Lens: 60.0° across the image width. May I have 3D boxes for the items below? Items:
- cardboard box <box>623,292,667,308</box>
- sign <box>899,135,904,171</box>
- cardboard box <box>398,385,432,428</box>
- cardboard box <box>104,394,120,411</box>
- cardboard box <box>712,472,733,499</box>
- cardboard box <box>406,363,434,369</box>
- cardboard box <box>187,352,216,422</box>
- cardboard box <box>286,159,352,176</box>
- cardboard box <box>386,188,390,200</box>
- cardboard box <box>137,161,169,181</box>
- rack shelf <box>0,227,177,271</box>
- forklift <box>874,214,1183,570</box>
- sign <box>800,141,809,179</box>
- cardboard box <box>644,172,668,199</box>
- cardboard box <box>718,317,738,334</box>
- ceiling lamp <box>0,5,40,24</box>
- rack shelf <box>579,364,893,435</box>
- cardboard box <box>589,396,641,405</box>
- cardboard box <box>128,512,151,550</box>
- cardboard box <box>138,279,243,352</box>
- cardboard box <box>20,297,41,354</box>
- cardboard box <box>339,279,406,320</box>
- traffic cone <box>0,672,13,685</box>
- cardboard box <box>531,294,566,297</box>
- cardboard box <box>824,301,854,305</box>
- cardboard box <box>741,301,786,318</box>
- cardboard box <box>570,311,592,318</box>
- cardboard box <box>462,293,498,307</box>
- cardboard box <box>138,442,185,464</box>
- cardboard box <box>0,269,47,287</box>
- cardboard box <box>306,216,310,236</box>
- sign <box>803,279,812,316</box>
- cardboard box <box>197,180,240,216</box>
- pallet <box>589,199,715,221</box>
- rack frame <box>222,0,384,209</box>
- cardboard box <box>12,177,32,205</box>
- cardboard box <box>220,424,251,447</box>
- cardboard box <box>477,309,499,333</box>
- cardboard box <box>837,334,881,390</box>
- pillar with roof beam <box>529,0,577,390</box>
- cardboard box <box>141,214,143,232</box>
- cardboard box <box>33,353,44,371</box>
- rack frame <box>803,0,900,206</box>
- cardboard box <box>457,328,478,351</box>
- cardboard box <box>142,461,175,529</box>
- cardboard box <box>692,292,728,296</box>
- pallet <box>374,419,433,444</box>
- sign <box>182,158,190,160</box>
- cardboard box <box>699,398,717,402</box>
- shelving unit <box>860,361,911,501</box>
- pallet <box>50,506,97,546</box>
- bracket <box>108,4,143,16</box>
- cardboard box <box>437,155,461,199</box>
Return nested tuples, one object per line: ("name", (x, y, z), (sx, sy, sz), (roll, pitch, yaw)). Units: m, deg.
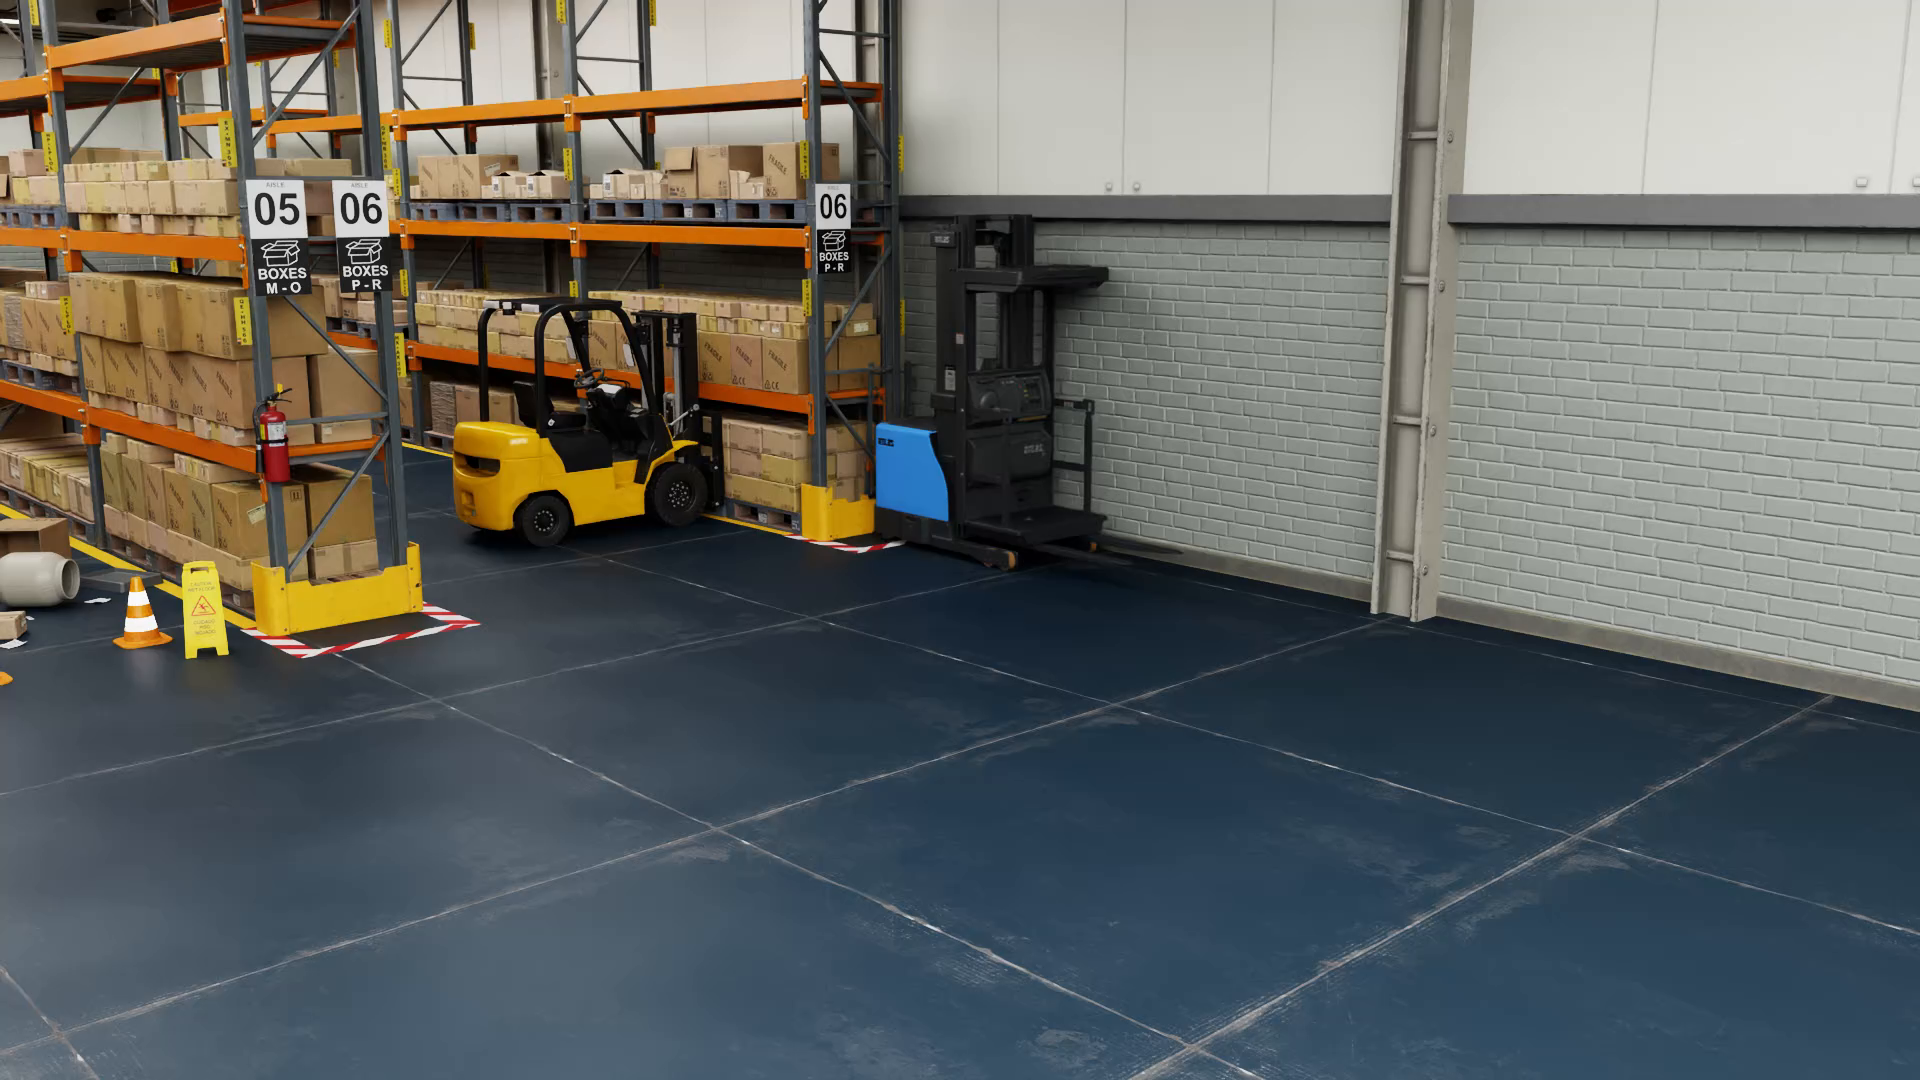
("cardboard box", (-3.293, -2.508, 17.396), (0.380, 0.149, 0.250), (-11, 16, -44))
("sign", (-0.559, -3.573, 15.365), (0.100, 0.325, 0.005), (-11, 16, -43))
("cardboard box", (-6.937, -1.742, 21.424), (0.500, 0.500, 0.500), (-10, 15, -41))
("cardboard box", (-7.117, -1.209, 14.308), (0.380, 0.149, 0.250), (-10, 15, -41))
("cardboard box", (-2.193, -0.593, 16.466), (0.500, 0.250, 0.500), (-11, 16, -42))
("cardboard box", (-7.354, -2.299, 22.520), (0.380, 0.149, 0.250), (-11, 16, -44))
("cardboard box", (-5.468, -1.178, 12.549), (0.500, 0.500, 0.500), (-11, 16, -42))
("cardboard box", (-4.650, -2.686, 12.065), (0.380, 0.149, 0.250), (-11, 16, -43))
("cardboard box", (-7.073, -4.378, 21.017), (0.250, 0.149, 0.380), (11, 16, 44))
("cardboard box", (-6.082, -2.833, 12.779), (0.380, 0.149, 0.250), (-10, 16, -41))
("rack shelf", (-8.695, -2.861, 16.053), (1.077, 0.370, 4.000), (-11, 16, -43))
("forklift", (0.572, -1.294, 14.266), (1.130, 2.935, 3.031), (-10, 15, -41))
("sign", (-1.367, -3.351, 14.652), (0.100, 0.325, 0.005), (-11, 16, -43))
("cardboard box", (-2.922, -3.544, 16.628), (0.258, 0.266, 0.396), (11, 16, 44))
("cardboard box", (-2.121, -2.089, 16.100), (0.250, 0.149, 0.380), (11, 16, 43))
("ceiling lamp", (-15.549, -9.760, 25.857), (2.000, 3.185, 0.800), (-11, 16, -43))
("rack shelf", (-2.346, -1.500, 16.882), (1.077, 0.370, 4.000), (-11, 16, -43))
("cardboard box", (-3.620, -1.379, 17.806), (0.500, 0.250, 0.500), (-11, 16, -43))
("cardboard box", (-6.725, -0.111, 14.130), (0.500, 0.250, 0.500), (-10, 15, -39))
("cardboard box", (-5.833, -1.732, 12.761), (0.700, 0.500, 0.500), (-11, 16, -43))
("cardboard box", (-8.495, -2.037, 15.676), (0.500, 0.500, 0.500), (-10, 15, -41))
("cardboard box", (-7.750, -3.197, 22.038), (0.637, 0.503, 0.797), (11, 16, 44))
("traffic cone", (-6.350, 0.695, 10.729), (0.336, 0.463, 0.334), (-11, 16, -43))
("cardboard box", (-4.834, -2.822, 19.656), (0.380, 0.149, 0.250), (-11, 16, -42))
("cardboard box", (-1.180, -2.200, 15.900), (0.380, 0.149, 0.250), (-10, 15, -41))
("cardboard box", (-1.876, -2.209, 15.946), (0.380, 0.149, 0.250), (-11, 16, -42))
("cardboard box", (-4.123, -2.530, 18.243), (0.380, 0.149, 0.250), (-10, 15, -41))
("cardboard box", (-5.716, -2.866, 19.872), (0.380, 0.149, 0.250), (-11, 16, -42))
("cardboard box", (-6.515, -0.732, 13.679), (0.380, 0.149, 0.250), (-10, 15, -39))
("cardboard box", (-10.240, -2.681, 18.104), (0.500, 0.500, 0.500), (11, 16, 43))
("cardboard box", (-4.792, -2.334, 12.336), (0.250, 0.149, 0.380), (11, 16, 43))
("sign", (-1.367, -2.170, 14.895), (0.100, 0.325, 0.005), (-11, 16, -43))
("cardboard box", (-5.100, -2.447, 11.896), (0.500, 0.250, 0.500), (-11, 16, -43))
("pallet", (-3.119, -3.450, 17.346), (1.003, 0.211, 1.213), (-11, 16, -43))
("rack frame", (-4.552, -3.807, 11.428), (1.000, 3.000, 0.127), (-11, 16, -43))
("cardboard box", (-8.520, -3.268, 15.576), (0.500, 0.250, 0.500), (-11, 16, -42))
("cardboard box", (-5.220, -0.792, 12.283), (0.380, 0.149, 0.250), (-11, 16, -43))
("cardboard box", (-5.295, -2.578, 19.462), (0.500, 0.250, 0.500), (-11, 16, -42))
("cardboard box", (-1.106, -1.721, 15.922), (0.500, 0.500, 0.500), (-10, 15, -41))
("pillar with roof beam", (-8.051, -5.002, 17.229), (9.100, 9.000, 0.400), (-11, 16, -43))
("cardboard box", (-6.210, -2.493, 13.108), (0.380, 0.149, 0.250), (-11, 16, -42))
("cardboard box", (-8.421, -1.682, 15.562), (0.380, 0.149, 0.250), (-11, 16, -42))
("rack frame", (-0.965, -4.499, 14.788), (1.000, 3.000, 0.127), (-11, 16, -43))
("cardboard box", (-5.655, -2.408, 19.876), (0.500, 0.250, 0.500), (11, 16, 43))
("cardboard box", (-6.367, -0.403, 13.686), (0.500, 0.500, 0.500), (-10, 15, -40))
("cardboard box", (-2.569, -2.505, 17.383), (0.380, 0.149, 0.250), (-11, 16, -43))
("pallet", (-6.977, -1.477, 21.896), (1.003, 0.211, 1.213), (-11, 16, -43))
("sign", (-6.927, -3.252, 14.884), (0.100, 0.325, 0.005), (-11, 16, -43))
("cardboard box", (-2.886, -1.377, 17.794), (0.500, 0.250, 0.500), (-11, 16, -43))
("shelving unit", (-0.358, -0.869, 15.558), (0.587, 1.500, 1.083), (-8, 15, -42))
("pallet", (-7.853, -0.200, 15.698), (1.003, 0.211, 1.213), (-11, 16, -43))
("bracket", (-15.697, -9.535, 30.311), (0.076, 0.066, 5.218), (-11, 16, -43))
("cardboard box", (-5.744, -4.302, 19.727), (0.700, 0.500, 0.500), (-11, 16, -44))
